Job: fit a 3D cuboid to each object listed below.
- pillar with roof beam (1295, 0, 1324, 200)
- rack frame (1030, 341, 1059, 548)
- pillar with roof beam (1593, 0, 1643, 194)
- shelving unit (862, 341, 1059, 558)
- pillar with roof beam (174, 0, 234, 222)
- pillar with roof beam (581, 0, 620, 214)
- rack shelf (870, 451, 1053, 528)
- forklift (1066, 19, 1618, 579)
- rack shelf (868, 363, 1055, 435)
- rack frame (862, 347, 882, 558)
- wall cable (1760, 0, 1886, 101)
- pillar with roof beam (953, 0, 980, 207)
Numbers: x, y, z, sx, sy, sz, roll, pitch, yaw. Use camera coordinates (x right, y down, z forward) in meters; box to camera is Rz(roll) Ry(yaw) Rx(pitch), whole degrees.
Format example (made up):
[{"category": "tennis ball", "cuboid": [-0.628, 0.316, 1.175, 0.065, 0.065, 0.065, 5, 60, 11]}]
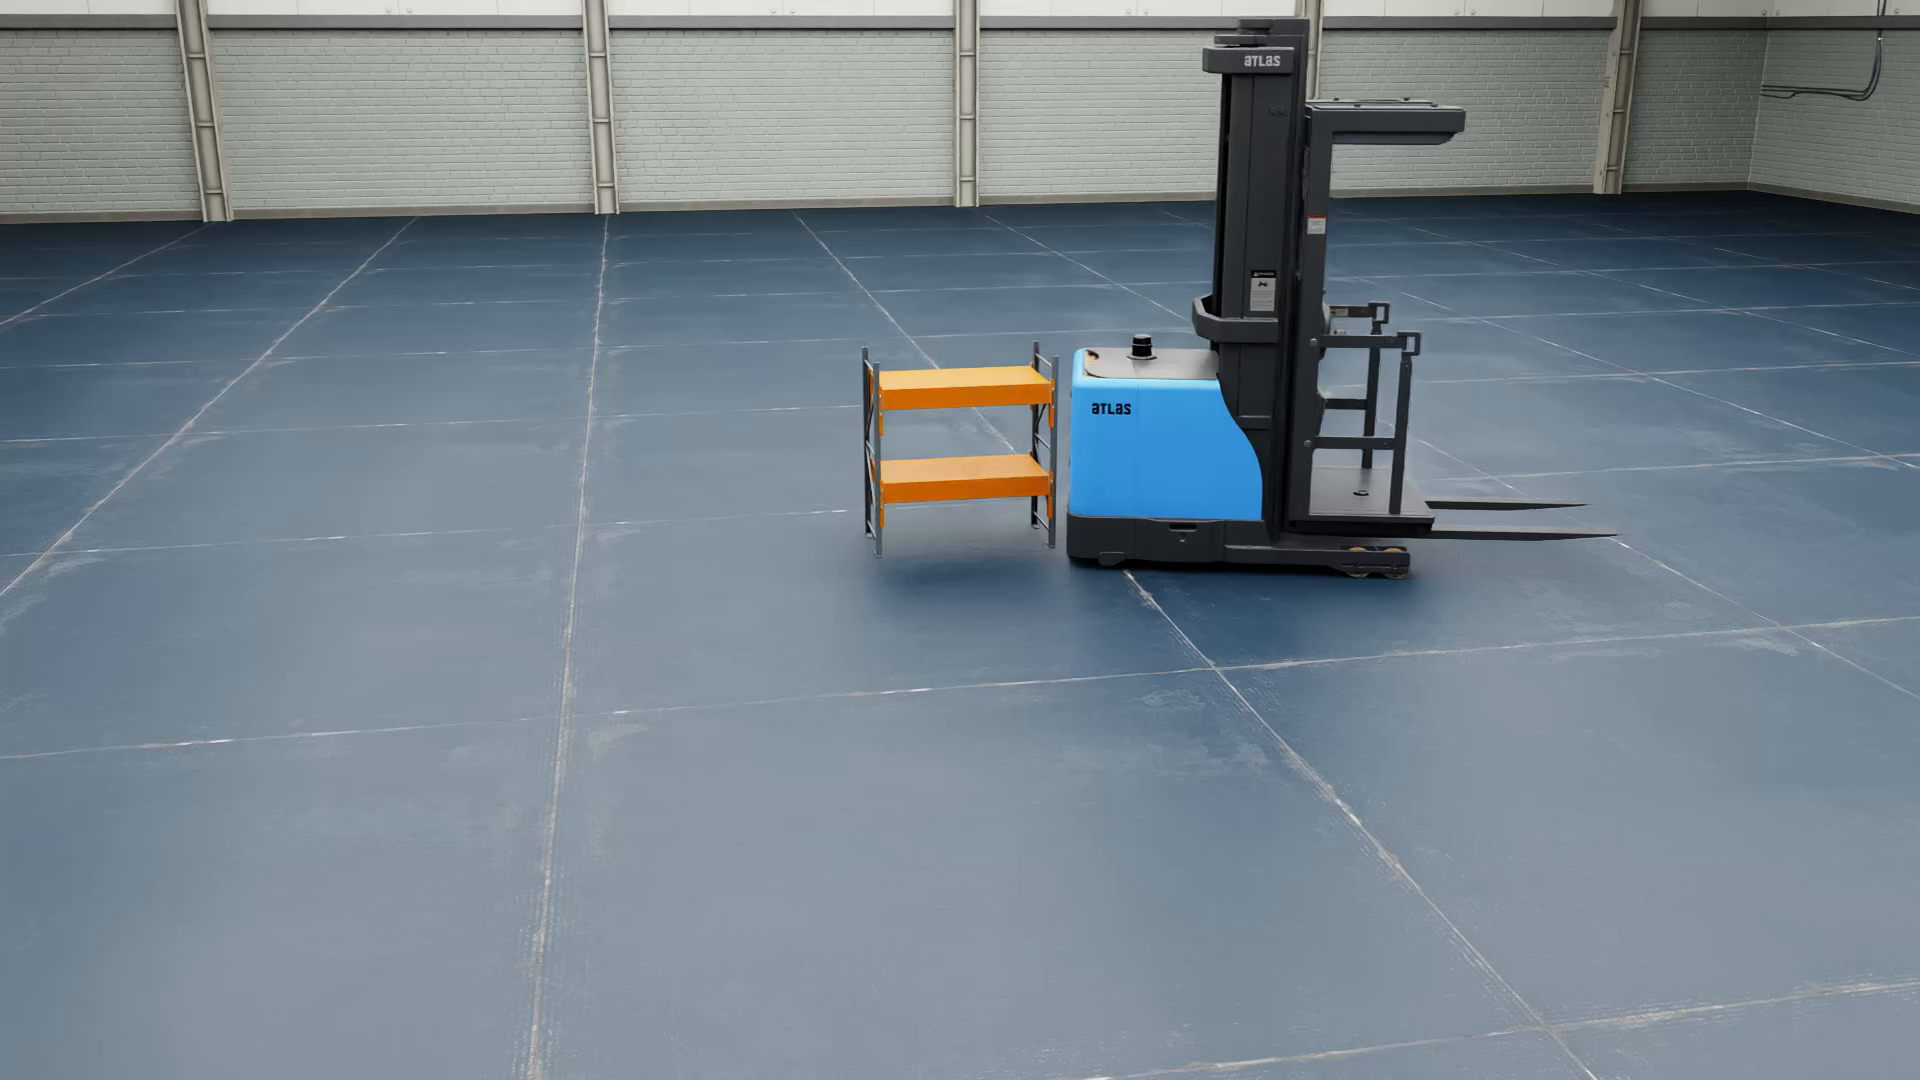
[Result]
[{"category": "pillar with roof beam", "cuboid": [6.811, -9.100, 24.114, 0.400, 9.000, 9.100, -3, 17, -10]}, {"category": "rack frame", "cuboid": [0.492, -0.566, 9.738, 0.032, 1.125, 0.500, -3, 17, -10]}, {"category": "pillar with roof beam", "cuboid": [12.702, -9.435, 25.202, 0.400, 9.000, 9.100, -3, 17, -10]}, {"category": "shelving unit", "cuboid": [-0.007, -0.537, 9.645, 1.048, 1.125, 0.538, -3, 17, -10]}, {"category": "pillar with roof beam", "cuboid": [-10.863, -8.098, 20.850, 0.400, 9.000, 9.100, -3, 17, -10]}, {"category": "pillar with roof beam", "cuboid": [-4.972, -8.432, 21.938, 0.400, 9.000, 9.100, -3, 17, -10]}, {"category": "rack shelf", "cuboid": [-0.007, -0.304, 9.717, 1.000, 0.278, 0.538, -3, 17, -10]}, {"category": "forklift", "cuboid": [2.141, -1.352, 9.220, 3.031, 2.935, 1.130, 1, 17, 4]}, {"category": "rack shelf", "cuboid": [-0.007, -0.817, 9.559, 1.000, 0.278, 0.538, -3, 17, -10]}, {"category": "rack frame", "cuboid": [-0.506, -0.509, 9.553, 0.032, 1.125, 0.500, -3, 17, -10]}, {"category": "wall cable", "cuboid": [15.028, -8.974, 28.992, 0.112, 2.526, 3.097, -3, 17, -10]}, {"category": "pillar with roof beam", "cuboid": [0.919, -8.766, 23.026, 0.400, 9.000, 9.100, -3, 17, -10]}]
